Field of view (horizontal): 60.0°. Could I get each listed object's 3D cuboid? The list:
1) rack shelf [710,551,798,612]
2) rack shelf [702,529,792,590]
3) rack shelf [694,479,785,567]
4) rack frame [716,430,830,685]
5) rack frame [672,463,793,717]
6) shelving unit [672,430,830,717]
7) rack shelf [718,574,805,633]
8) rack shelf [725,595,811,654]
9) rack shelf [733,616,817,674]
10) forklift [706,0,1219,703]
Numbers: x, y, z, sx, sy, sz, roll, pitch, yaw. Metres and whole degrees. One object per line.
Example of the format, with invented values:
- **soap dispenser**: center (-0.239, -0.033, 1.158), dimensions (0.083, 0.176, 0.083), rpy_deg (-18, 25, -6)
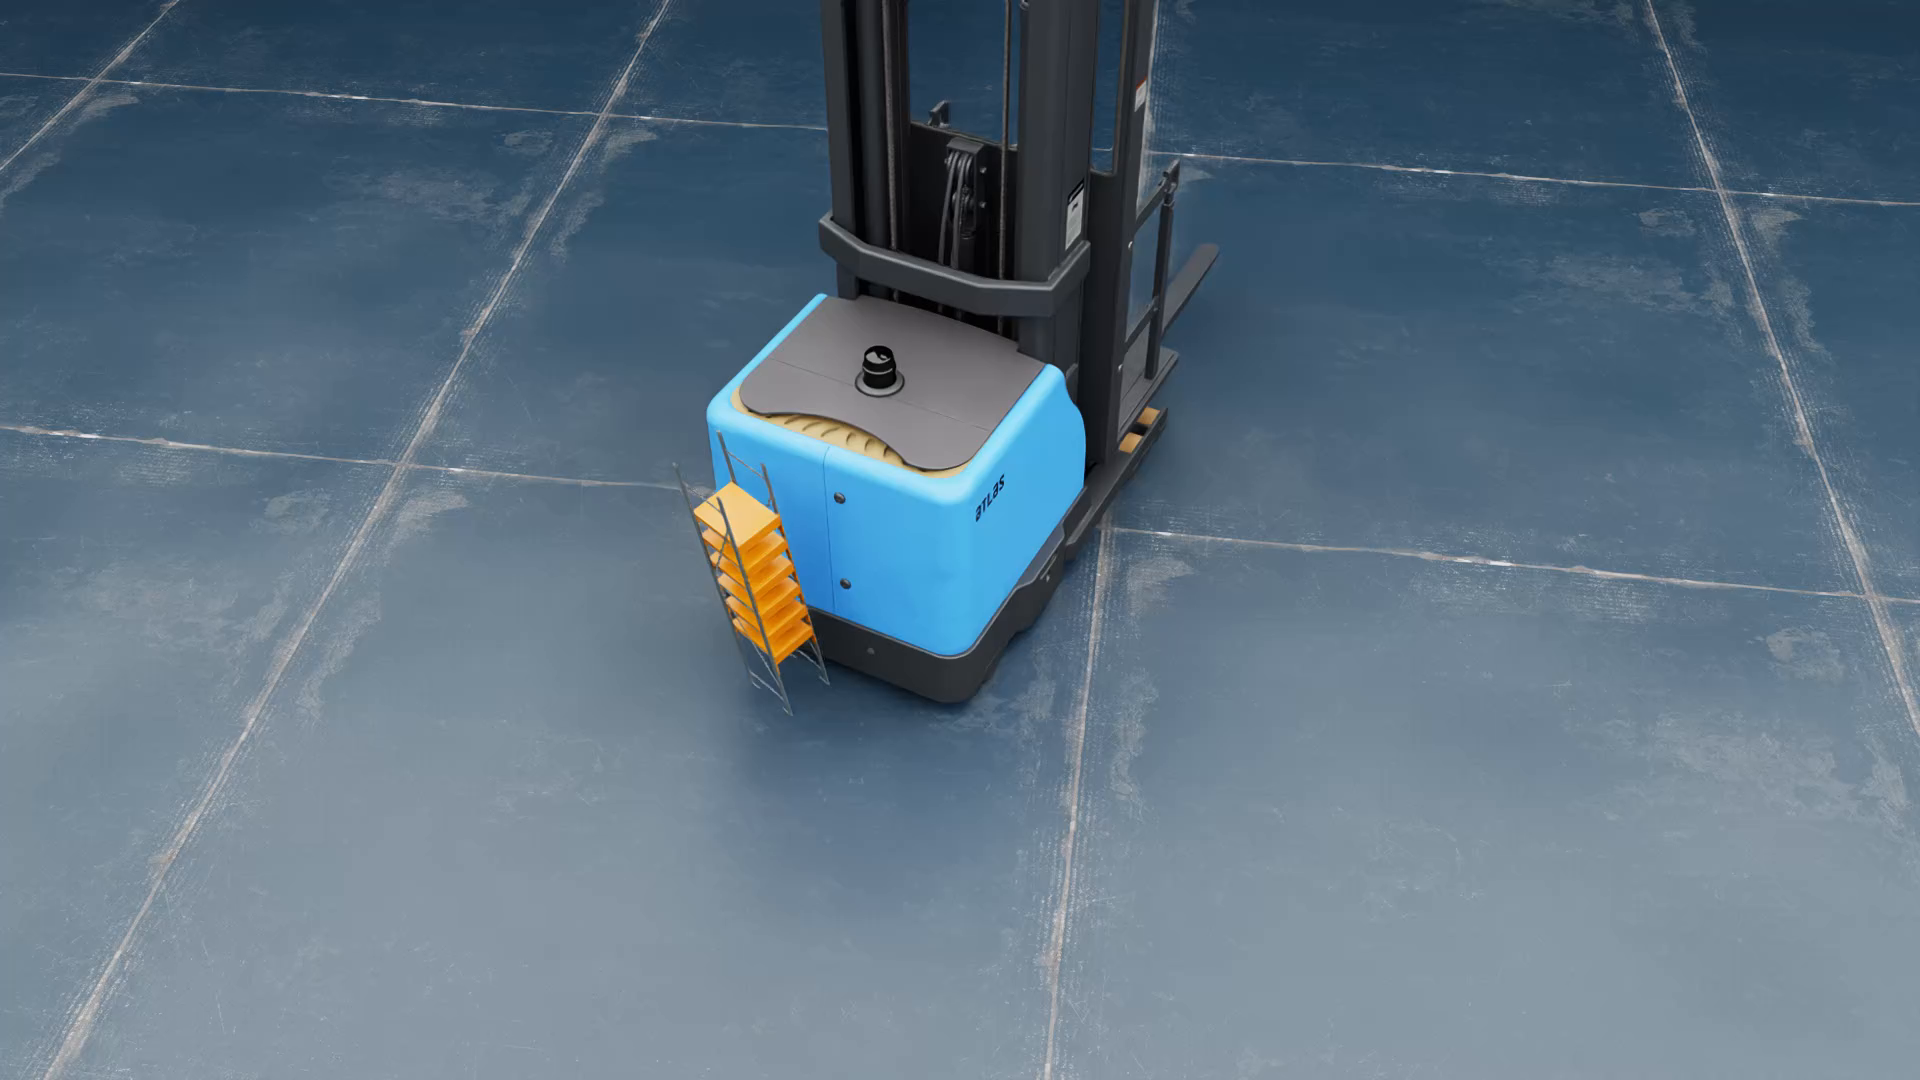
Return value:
- **rack shelf**: center (-0.706, 0.097, 5.655), dimensions (0.258, 0.103, 0.180), rpy_deg (35, 62, 31)
- **rack shelf**: center (-0.719, 0.020, 5.564), dimensions (0.258, 0.103, 0.180), rpy_deg (35, 62, 31)
- **rack shelf**: center (-0.732, -0.057, 5.473), dimensions (0.258, 0.103, 0.180), rpy_deg (35, 62, 31)
- **rack frame**: center (-0.633, 0.092, 5.748), dimensions (0.240, 1.200, 0.006), rpy_deg (35, 62, 31)
- **rack frame**: center (-0.761, 0.200, 5.675), dimensions (0.240, 1.200, 0.006), rpy_deg (35, 62, 31)
- **shelving unit**: center (-0.697, 0.146, 5.712), dimensions (0.258, 1.200, 0.189), rpy_deg (35, 62, 31)
- **rack shelf**: center (-0.692, 0.174, 5.746), dimensions (0.258, 0.103, 0.180), rpy_deg (35, 62, 31)
- **rack shelf**: center (-0.679, 0.251, 5.837), dimensions (0.258, 0.103, 0.180), rpy_deg (35, 62, 31)
- **rack shelf**: center (-0.666, 0.329, 5.928), dimensions (0.258, 0.103, 0.180), rpy_deg (35, 62, 31)
- **forklift**: center (0.238, -1.485, 6.186), dimensions (1.130, 2.935, 3.031), rpy_deg (20, 47, 20)
